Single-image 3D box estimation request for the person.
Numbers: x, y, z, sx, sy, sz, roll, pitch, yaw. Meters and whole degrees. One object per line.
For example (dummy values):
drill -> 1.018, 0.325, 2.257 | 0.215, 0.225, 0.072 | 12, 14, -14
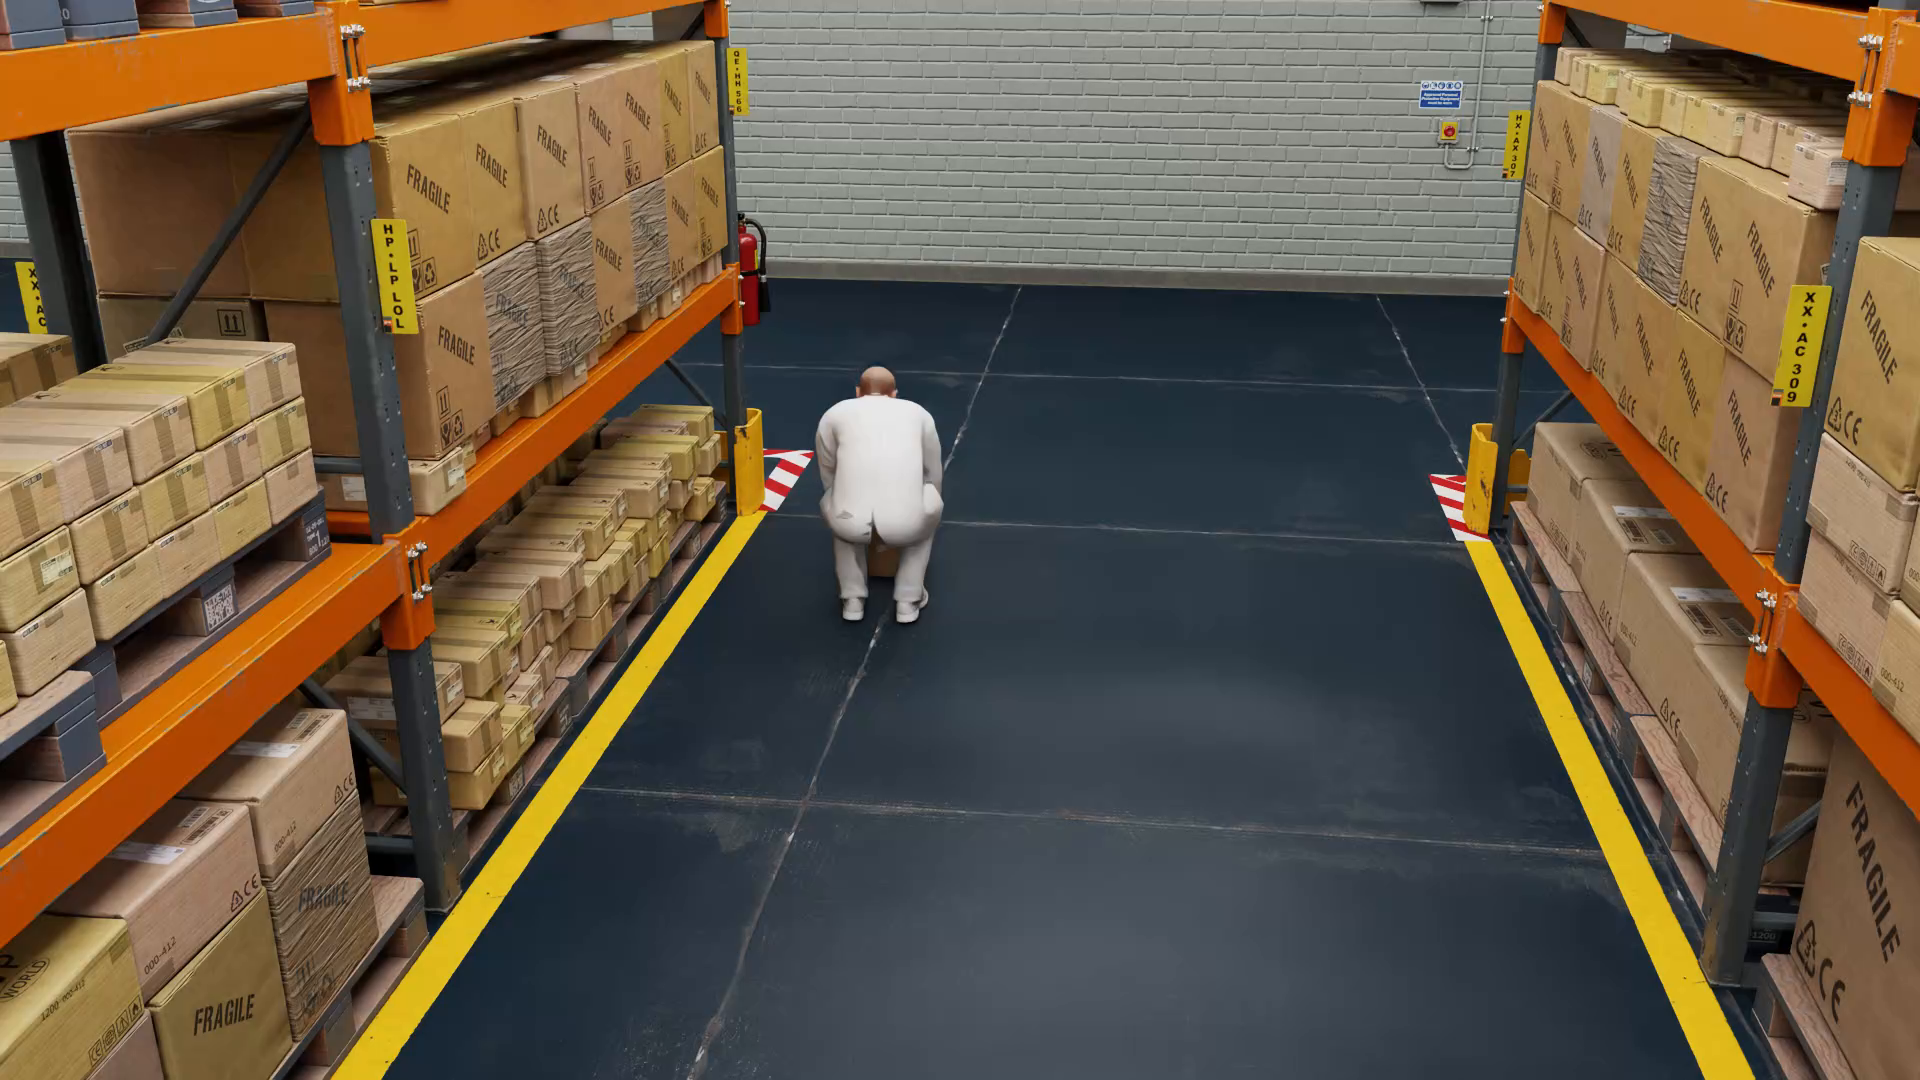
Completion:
person -> -0.373, -0.207, 7.674 | 0.611, 1.047, 0.885 | 2, 21, 5
